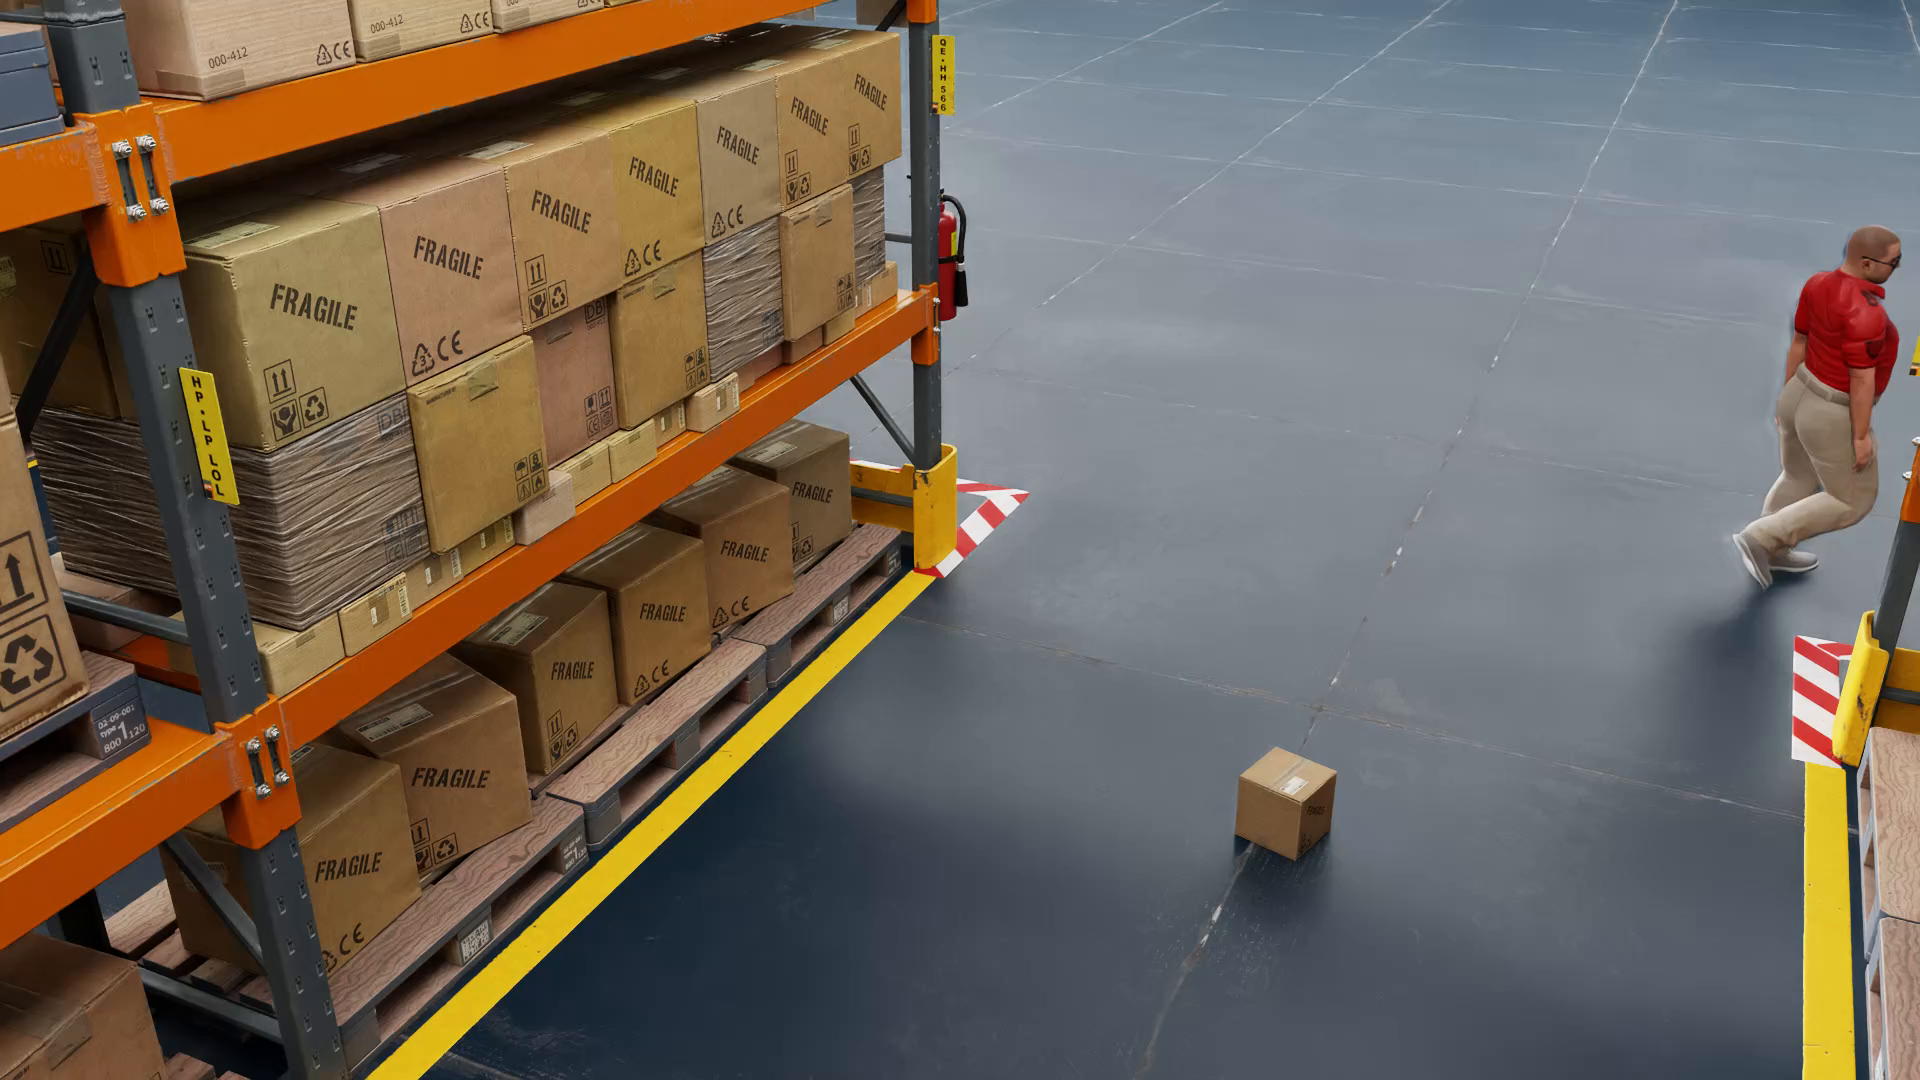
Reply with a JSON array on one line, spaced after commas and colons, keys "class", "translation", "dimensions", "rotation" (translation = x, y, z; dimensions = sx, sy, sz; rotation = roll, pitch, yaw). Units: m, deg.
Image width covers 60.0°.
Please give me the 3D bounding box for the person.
[{"class": "person", "translation": [3.736, -0.544, 7.215], "dimensions": [0.570, 1.705, 0.549], "rotation": [-2, 26, -3]}]
